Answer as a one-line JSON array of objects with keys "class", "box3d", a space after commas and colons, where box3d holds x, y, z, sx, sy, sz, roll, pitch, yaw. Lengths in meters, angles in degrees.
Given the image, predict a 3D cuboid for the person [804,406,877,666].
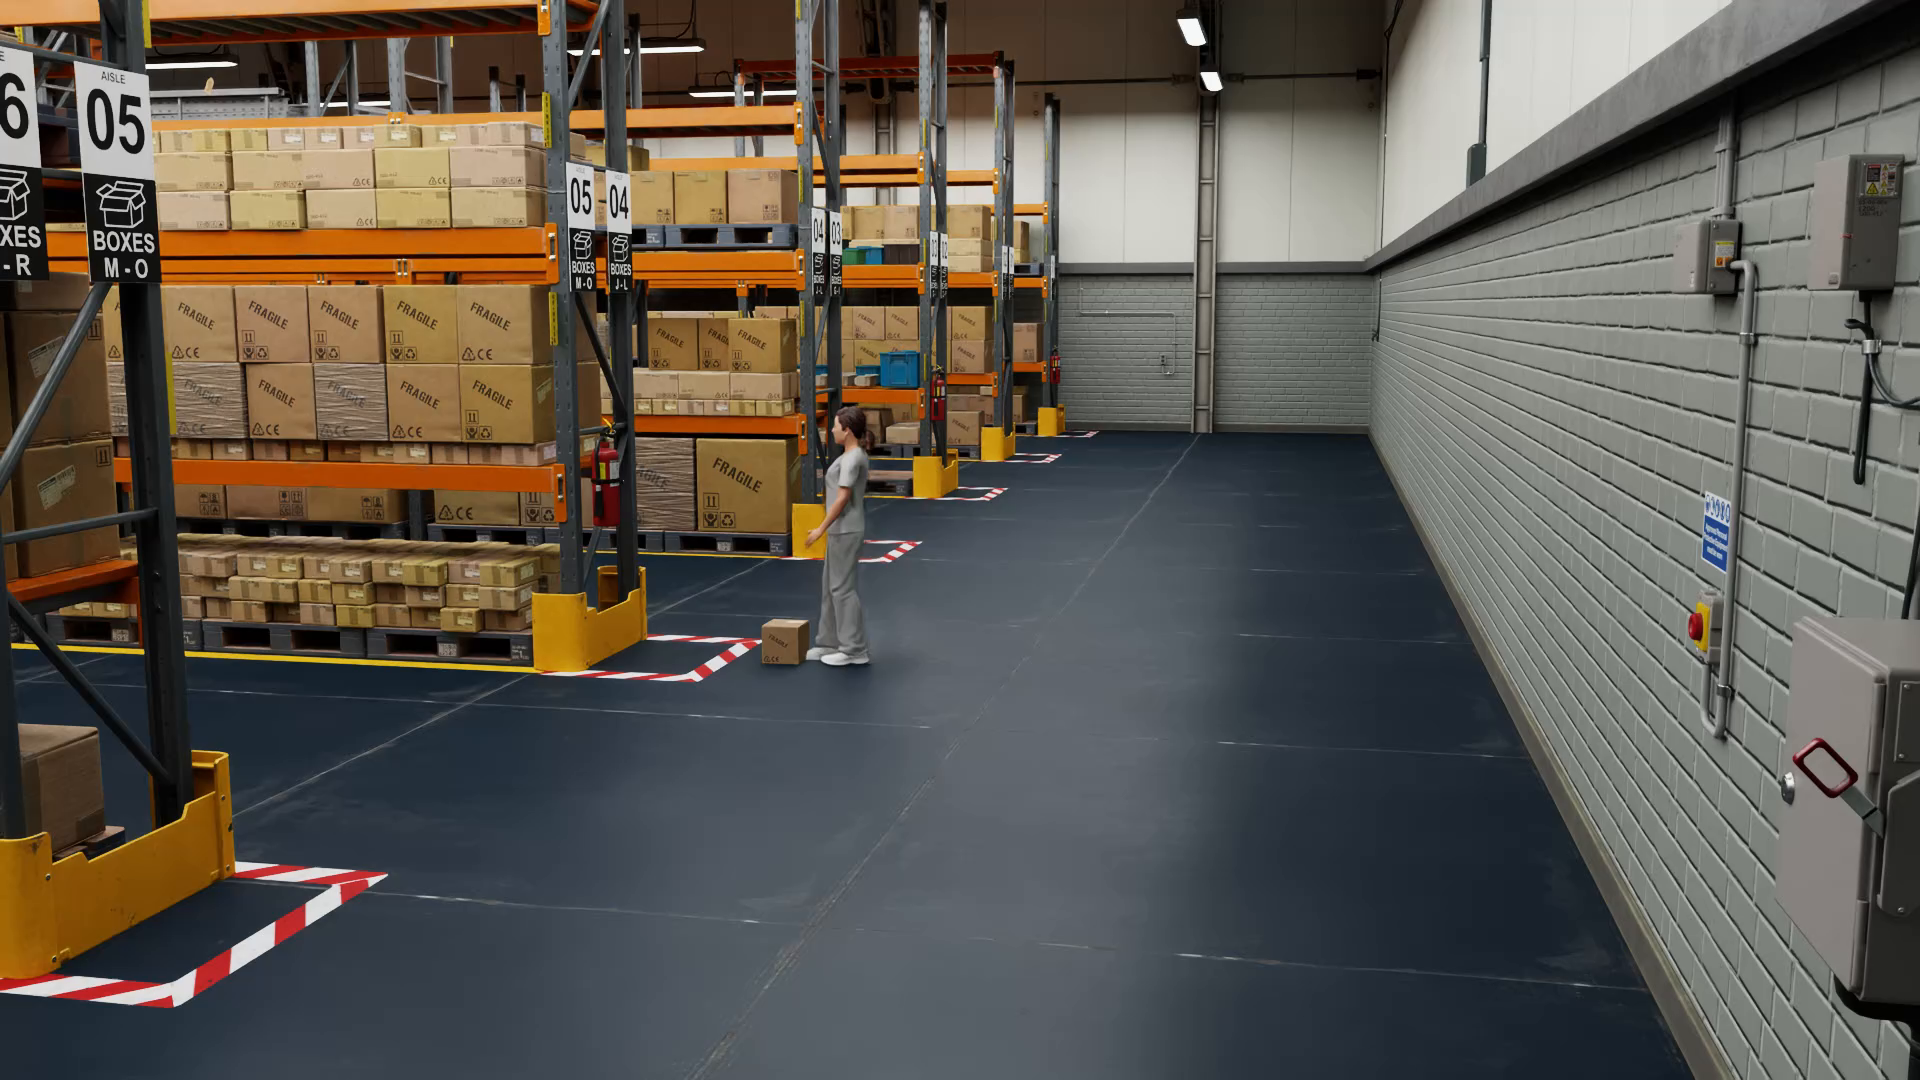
[{"class": "person", "box3d": [-0.802, -0.021, 10.775, 0.540, 1.689, 0.492, 0, 8, 0]}]
